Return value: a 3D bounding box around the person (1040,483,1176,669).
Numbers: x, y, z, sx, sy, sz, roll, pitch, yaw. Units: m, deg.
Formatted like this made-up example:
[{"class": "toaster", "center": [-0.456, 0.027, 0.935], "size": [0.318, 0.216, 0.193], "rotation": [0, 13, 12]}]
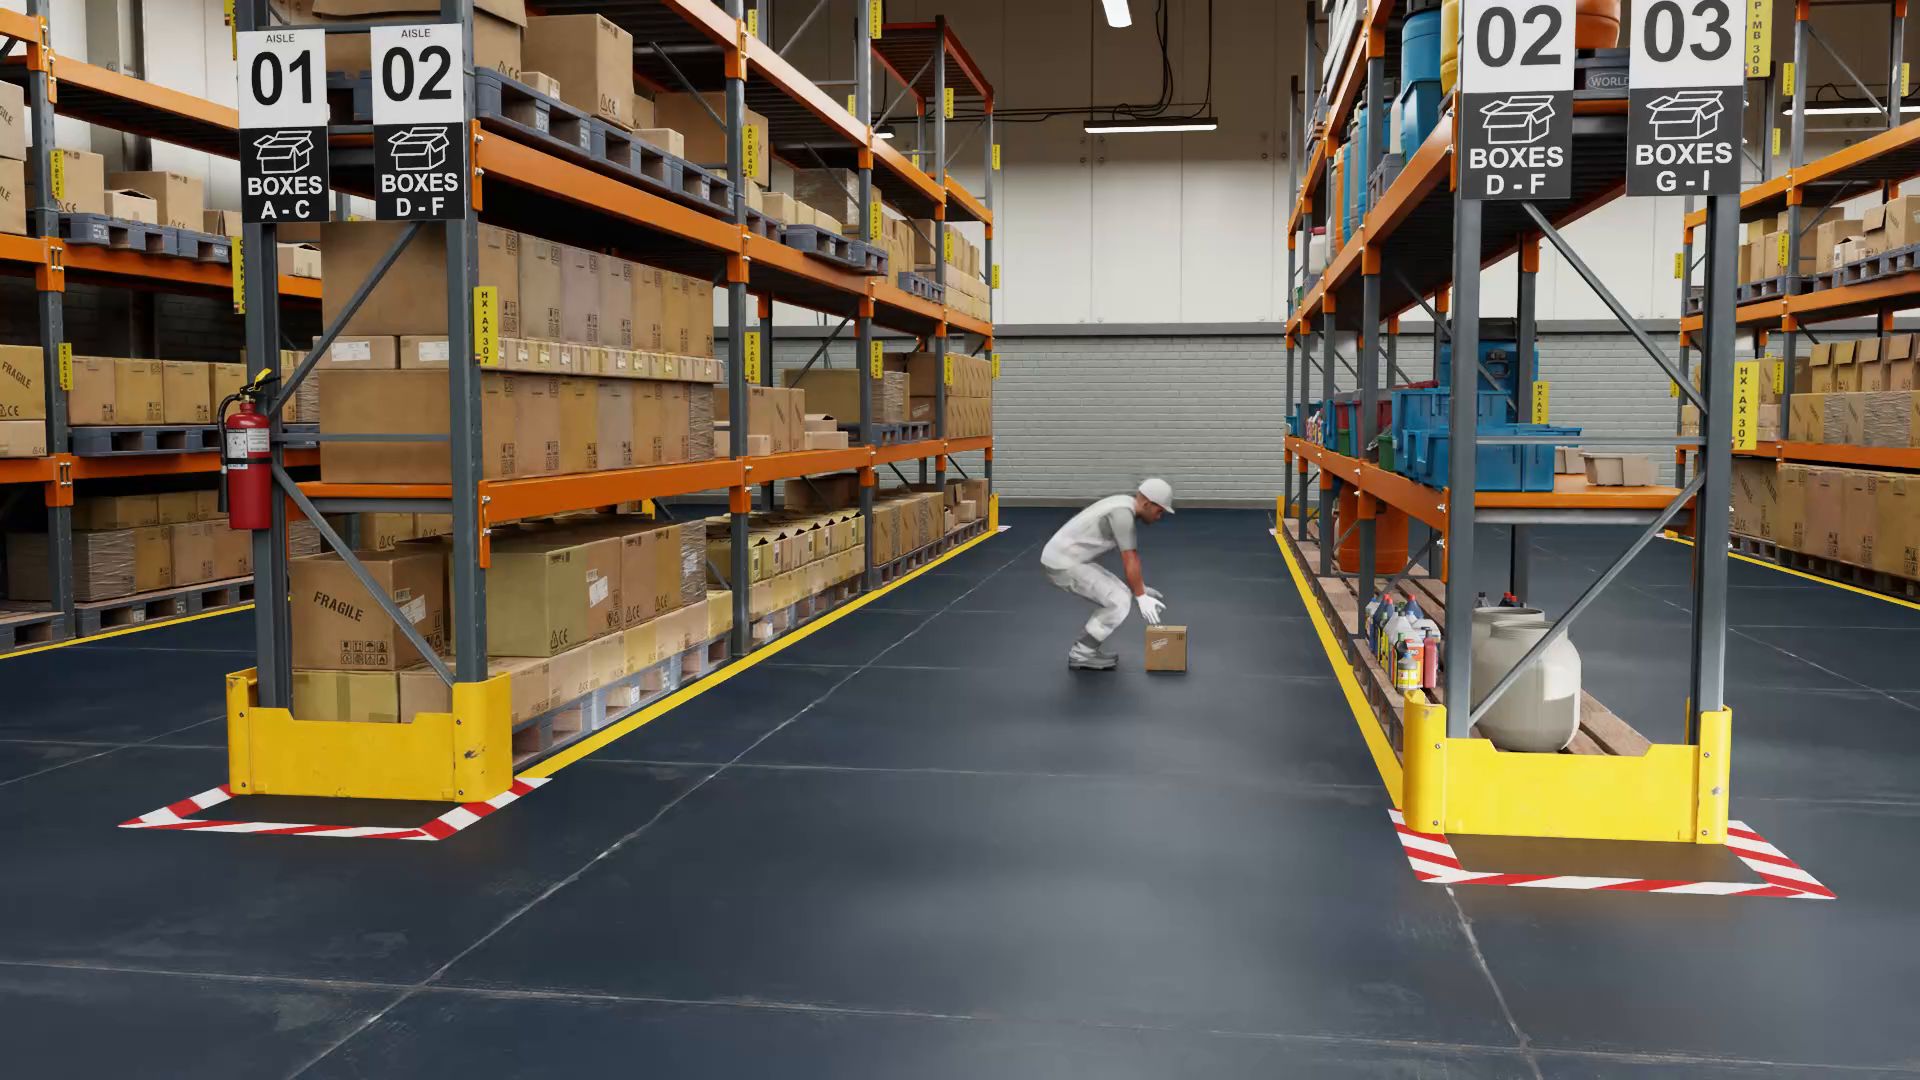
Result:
[{"class": "person", "center": [0.943, 0.219, 10.610], "size": [0.852, 1.172, 0.583], "rotation": [1, 4, 9]}]
